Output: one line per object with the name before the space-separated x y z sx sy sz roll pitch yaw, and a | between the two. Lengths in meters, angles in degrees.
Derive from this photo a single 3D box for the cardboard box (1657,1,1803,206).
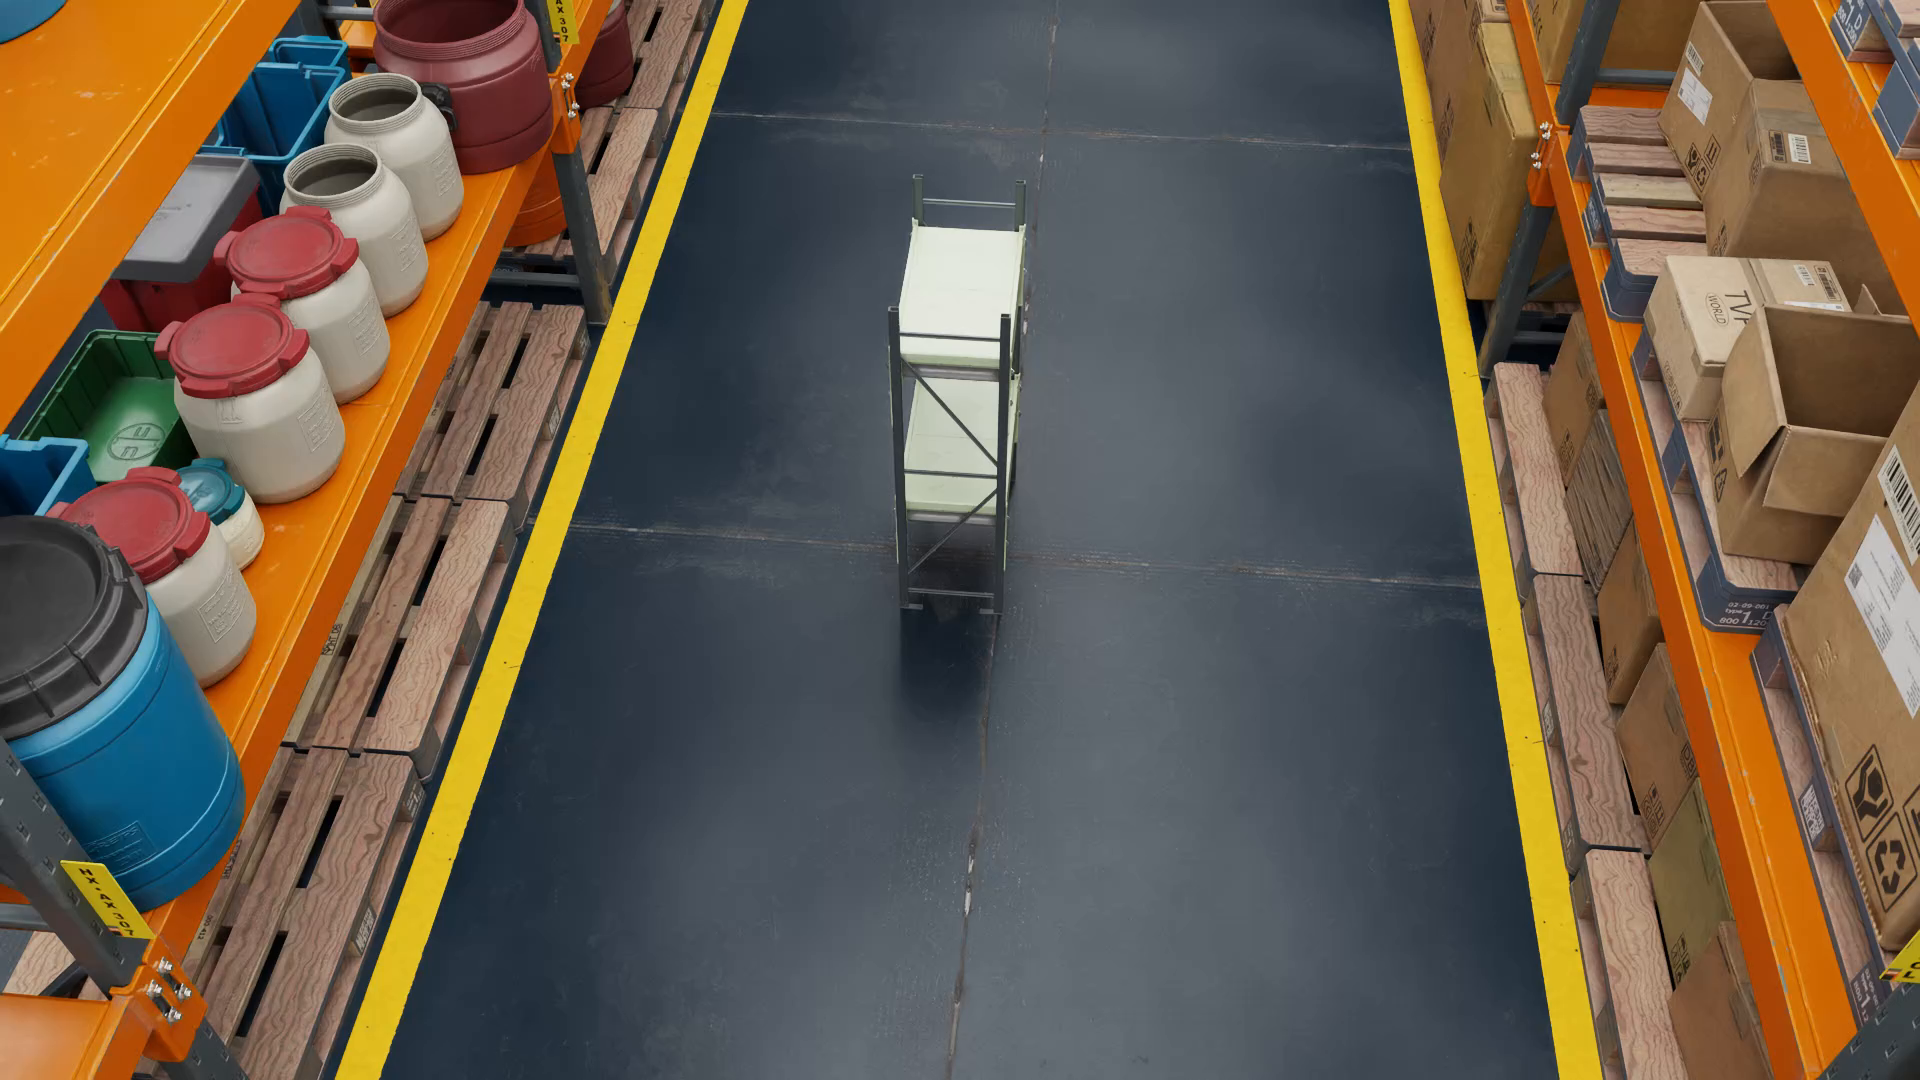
cardboard box | 2.807 -1.513 5.749 0.500 0.500 0.500 -1 48 -1

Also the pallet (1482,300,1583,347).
pallet | 2.963 -1.371 7.860 1.003 0.211 1.213 4 48 4

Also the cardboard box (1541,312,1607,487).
cardboard box | 2.775 -0.549 6.615 0.700 0.500 0.500 2 48 1

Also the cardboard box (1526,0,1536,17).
cardboard box | 2.666 -2.516 6.951 0.500 0.500 0.500 3 48 3

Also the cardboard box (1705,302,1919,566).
cardboard box | 2.518 -0.255 4.596 0.797 0.503 0.637 8 48 8

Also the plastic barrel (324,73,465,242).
plastic barrel | -1.997 -1.338 5.865 0.421 0.512 0.421 0 48 0

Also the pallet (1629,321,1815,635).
pallet | 2.677 -0.215 5.044 1.003 0.211 1.213 4 48 4

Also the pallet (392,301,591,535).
pallet | -2.225 -0.563 7.122 1.003 0.211 1.213 4 48 4

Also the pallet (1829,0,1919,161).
pallet | 2.706 -0.956 3.686 1.213 0.211 1.003 4 48 4

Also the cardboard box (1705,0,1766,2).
cardboard box | 3.132 -2.110 6.579 0.500 0.500 0.500 5 48 5

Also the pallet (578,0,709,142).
pallet | -1.972 -2.606 8.990 1.003 0.211 1.213 4 48 4

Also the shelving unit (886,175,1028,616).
shelving unit | -0.001 -0.501 6.192 0.431 1.500 0.755 4 48 4

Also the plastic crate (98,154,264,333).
plastic crate | -2.568 -0.925 5.520 0.402 0.464 0.583 4 48 4

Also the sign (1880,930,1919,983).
sign | 1.899 0.776 3.222 0.100 0.325 0.005 4 48 4

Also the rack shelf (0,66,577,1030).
rack shelf | -2.298 -0.358 5.532 1.077 0.370 4.000 4 48 4

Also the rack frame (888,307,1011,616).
rack frame | -0.034 -0.232 5.946 0.400 1.500 0.023 4 48 4

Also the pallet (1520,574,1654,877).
pallet | 2.630 0.672 5.992 1.003 0.211 1.213 4 48 4

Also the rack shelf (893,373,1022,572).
rack shelf | -0.001 -0.281 6.433 0.431 0.370 0.720 4 48 4

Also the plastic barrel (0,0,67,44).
plastic barrel | -2.531 -1.662 3.865 0.600 0.901 0.708 4 48 4

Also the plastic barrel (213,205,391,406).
plastic barrel | -2.069 -0.722 5.286 0.433 0.535 0.433 0 48 0

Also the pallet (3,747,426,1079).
pallet | -2.448 1.230 5.482 1.003 0.211 1.213 4 48 4

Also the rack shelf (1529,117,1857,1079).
rack shelf | 2.634 -0.025 5.228 1.077 0.370 4.000 4 48 4

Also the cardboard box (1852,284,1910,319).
cardboard box | 2.933 -0.590 5.064 0.396 0.266 0.258 3 48 2

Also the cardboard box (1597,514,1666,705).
cardboard box | 2.693 0.277 5.860 0.700 0.500 0.500 7 48 7

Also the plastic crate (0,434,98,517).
plastic crate | -2.690 0.043 4.689 0.392 0.384 0.575 4 48 4

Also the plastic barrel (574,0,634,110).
plastic barrel | -1.985 -2.589 8.435 0.600 0.588 0.708 4 48 4

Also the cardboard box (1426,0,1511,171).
cardboard box | 2.989 -2.322 7.997 1.225 0.875 0.875 4 48 4

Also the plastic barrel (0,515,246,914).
plastic barrel | -2.144 0.436 3.979 0.600 0.901 0.708 4 48 4

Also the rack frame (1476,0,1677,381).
rack frame | 2.816 -1.737 6.306 1.000 3.000 0.127 4 48 4

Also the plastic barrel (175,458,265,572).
plastic barrel | -2.207 -0.047 4.854 0.301 0.262 0.301 0 48 0

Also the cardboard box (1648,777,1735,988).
cardboard box | 2.591 1.098 5.109 0.700 0.500 0.500 4 48 3

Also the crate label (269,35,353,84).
crate label | -2.528 -1.730 6.413 0.303 0.233 0.416 4 48 4

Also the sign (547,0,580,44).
sign | -1.567 -2.094 6.522 0.100 0.325 0.005 4 48 4
